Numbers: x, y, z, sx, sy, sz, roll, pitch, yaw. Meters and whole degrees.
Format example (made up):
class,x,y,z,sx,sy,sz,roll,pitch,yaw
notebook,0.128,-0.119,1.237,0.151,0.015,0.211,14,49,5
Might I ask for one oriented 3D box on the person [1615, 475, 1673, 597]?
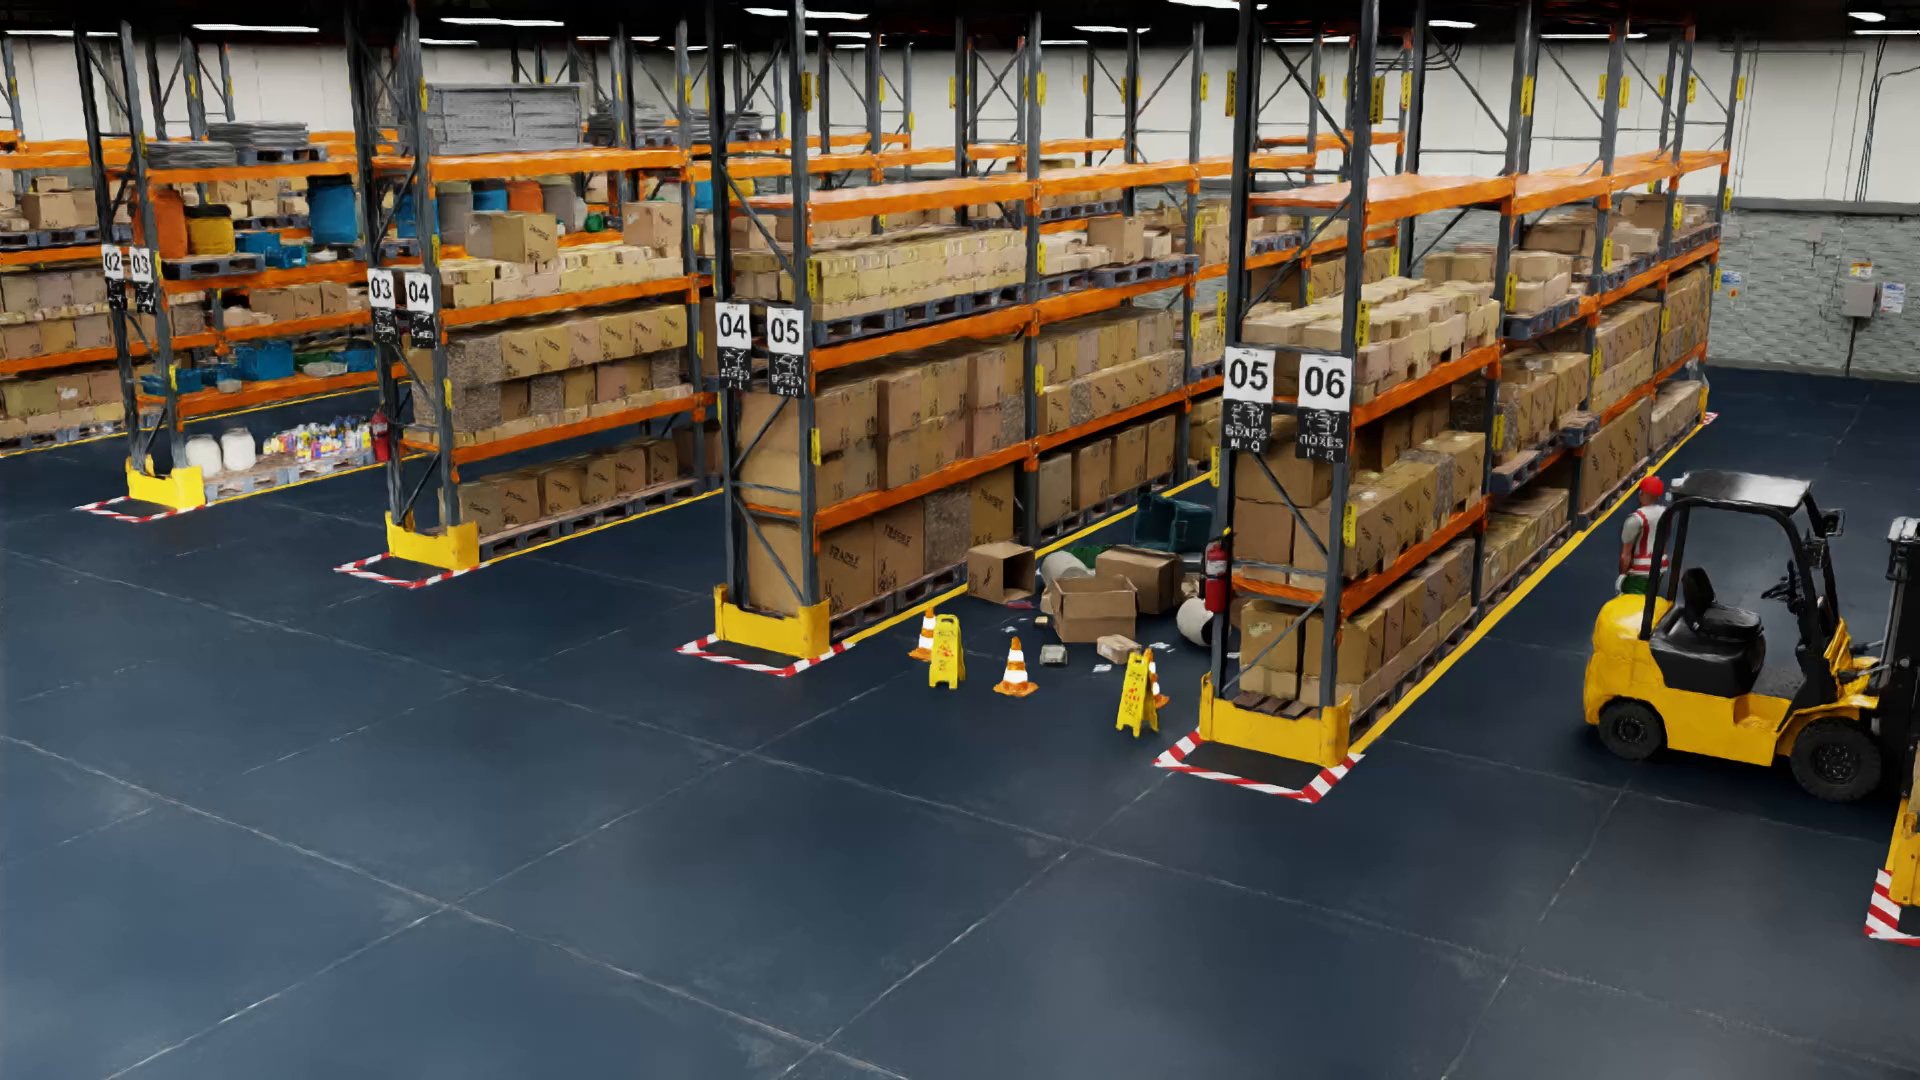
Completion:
class,x,y,z,sx,sy,sz,roll,pitch,yaw
person,6.009,0.288,14.797,0.608,1.787,0.490,-8,17,-27

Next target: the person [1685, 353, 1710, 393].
class,x,y,z,sx,sy,sz,roll,pitch,yaw
person,12.307,-3.296,27.741,0.459,1.760,0.706,0,16,0
